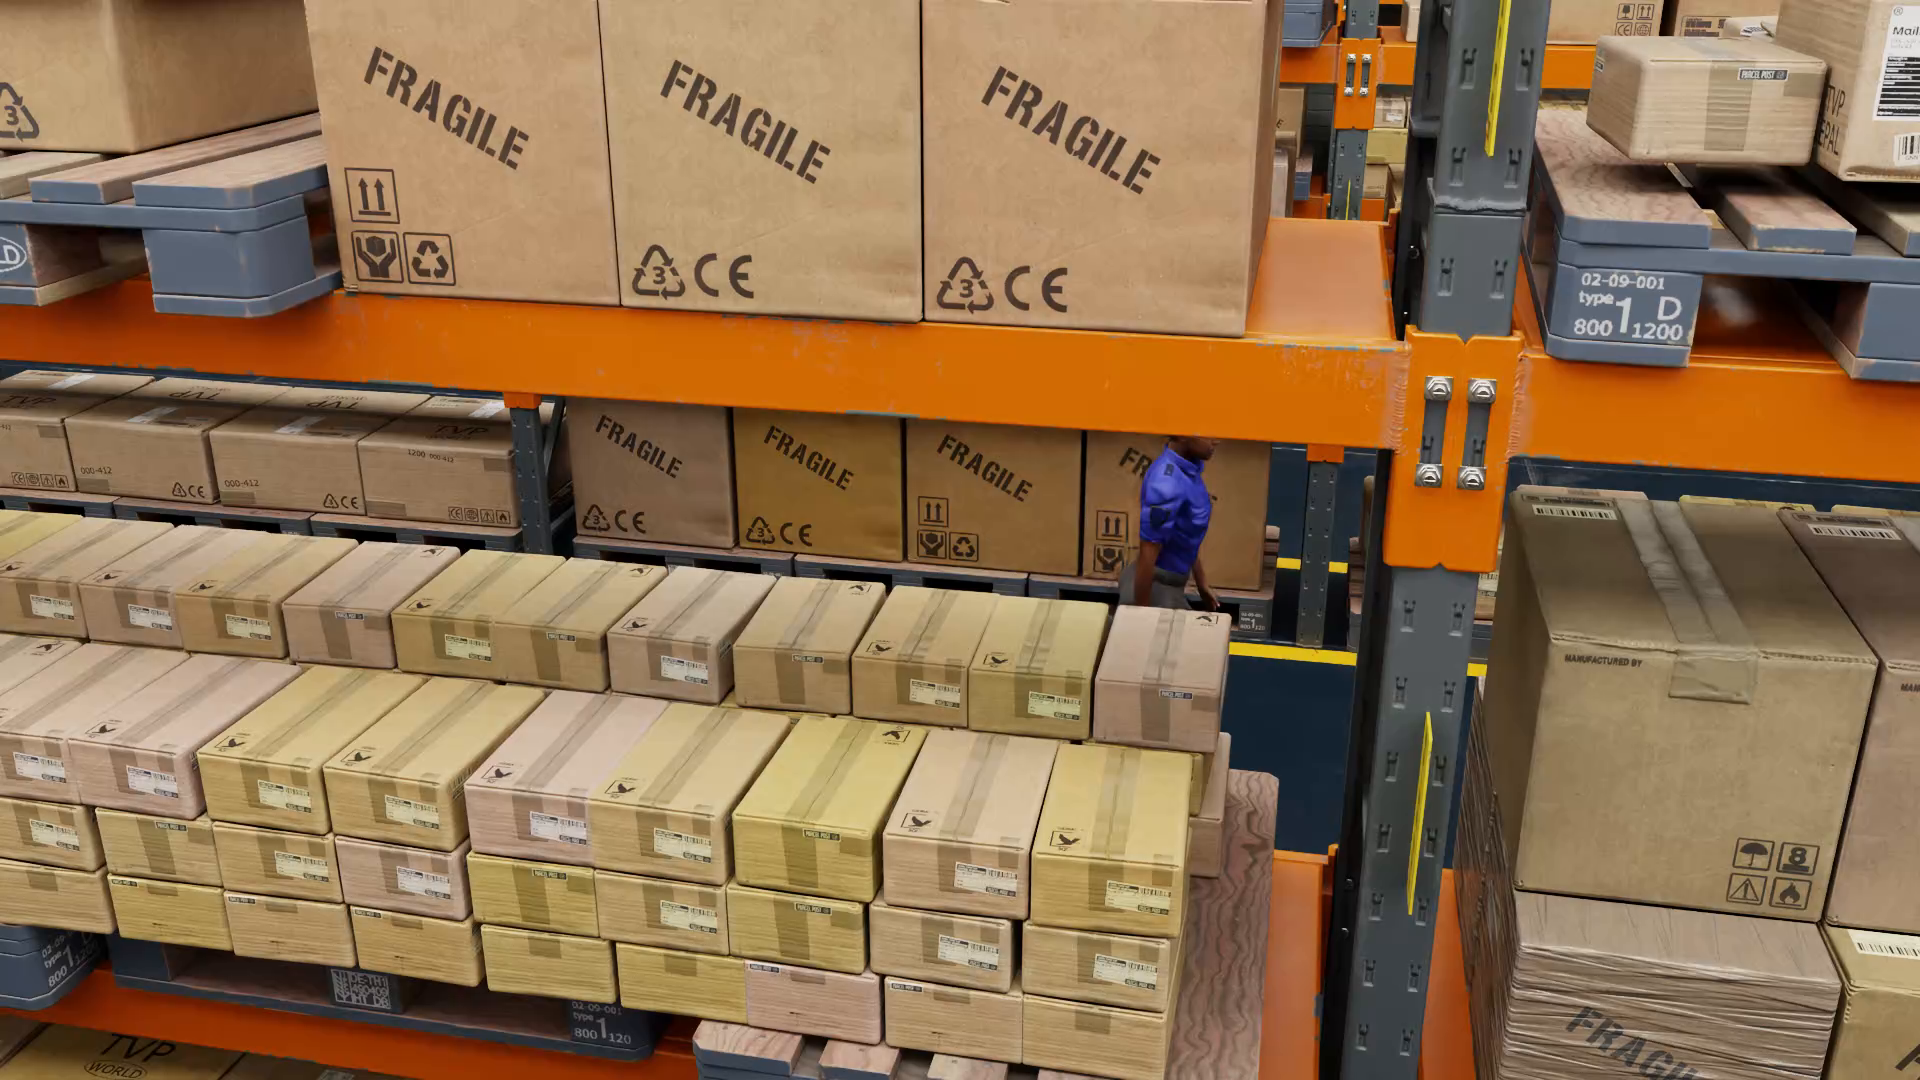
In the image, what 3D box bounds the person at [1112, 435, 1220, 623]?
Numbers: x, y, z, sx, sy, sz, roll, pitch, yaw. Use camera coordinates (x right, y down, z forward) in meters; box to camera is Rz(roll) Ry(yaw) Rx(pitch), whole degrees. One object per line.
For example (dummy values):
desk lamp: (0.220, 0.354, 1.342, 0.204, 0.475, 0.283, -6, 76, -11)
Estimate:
person: (0.747, 0.262, 6.500, 0.605, 1.727, 0.469, 3, 22, 8)
